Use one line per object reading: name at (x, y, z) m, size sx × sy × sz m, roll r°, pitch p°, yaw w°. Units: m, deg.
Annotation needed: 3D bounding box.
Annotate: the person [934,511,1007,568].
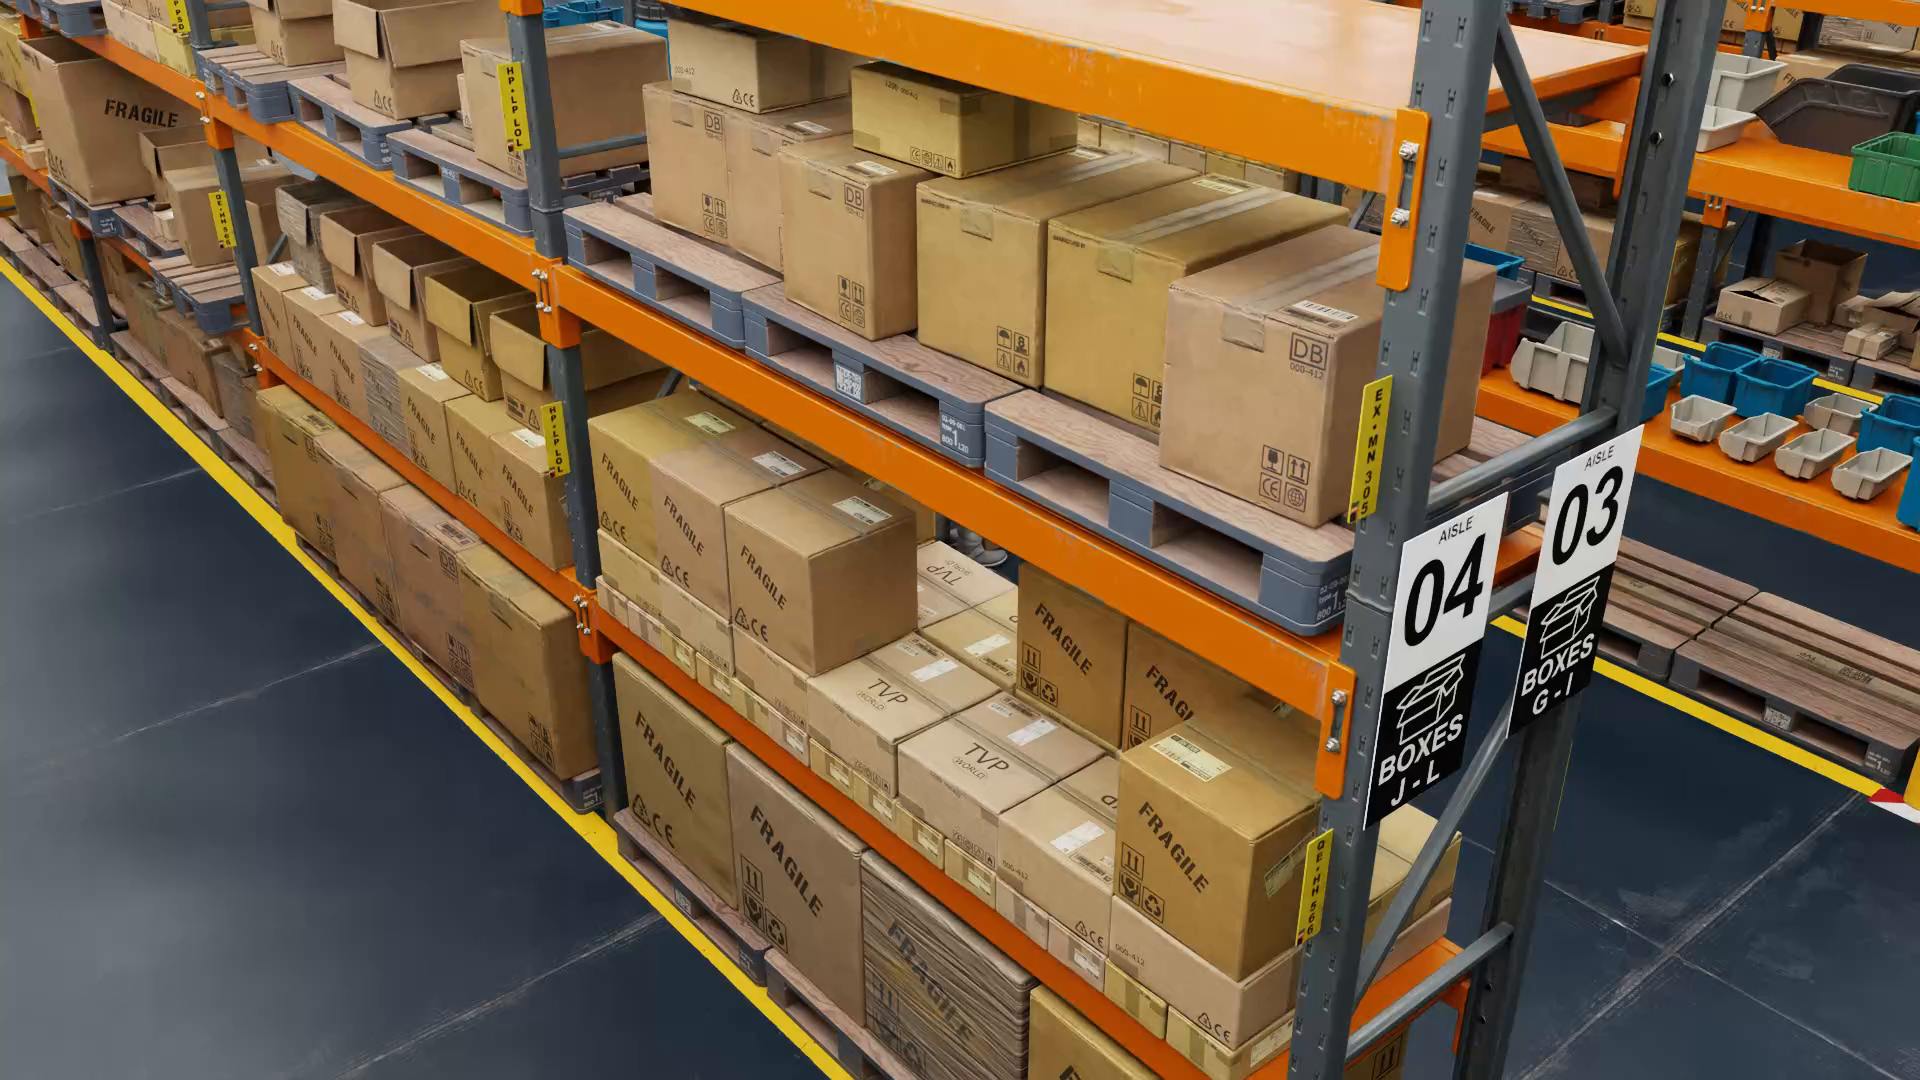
person at (-0.034, -0.680, 9.893) m, size 0.435 × 1.748 × 0.591 m, roll -22°, pitch 35°, yaw -36°
